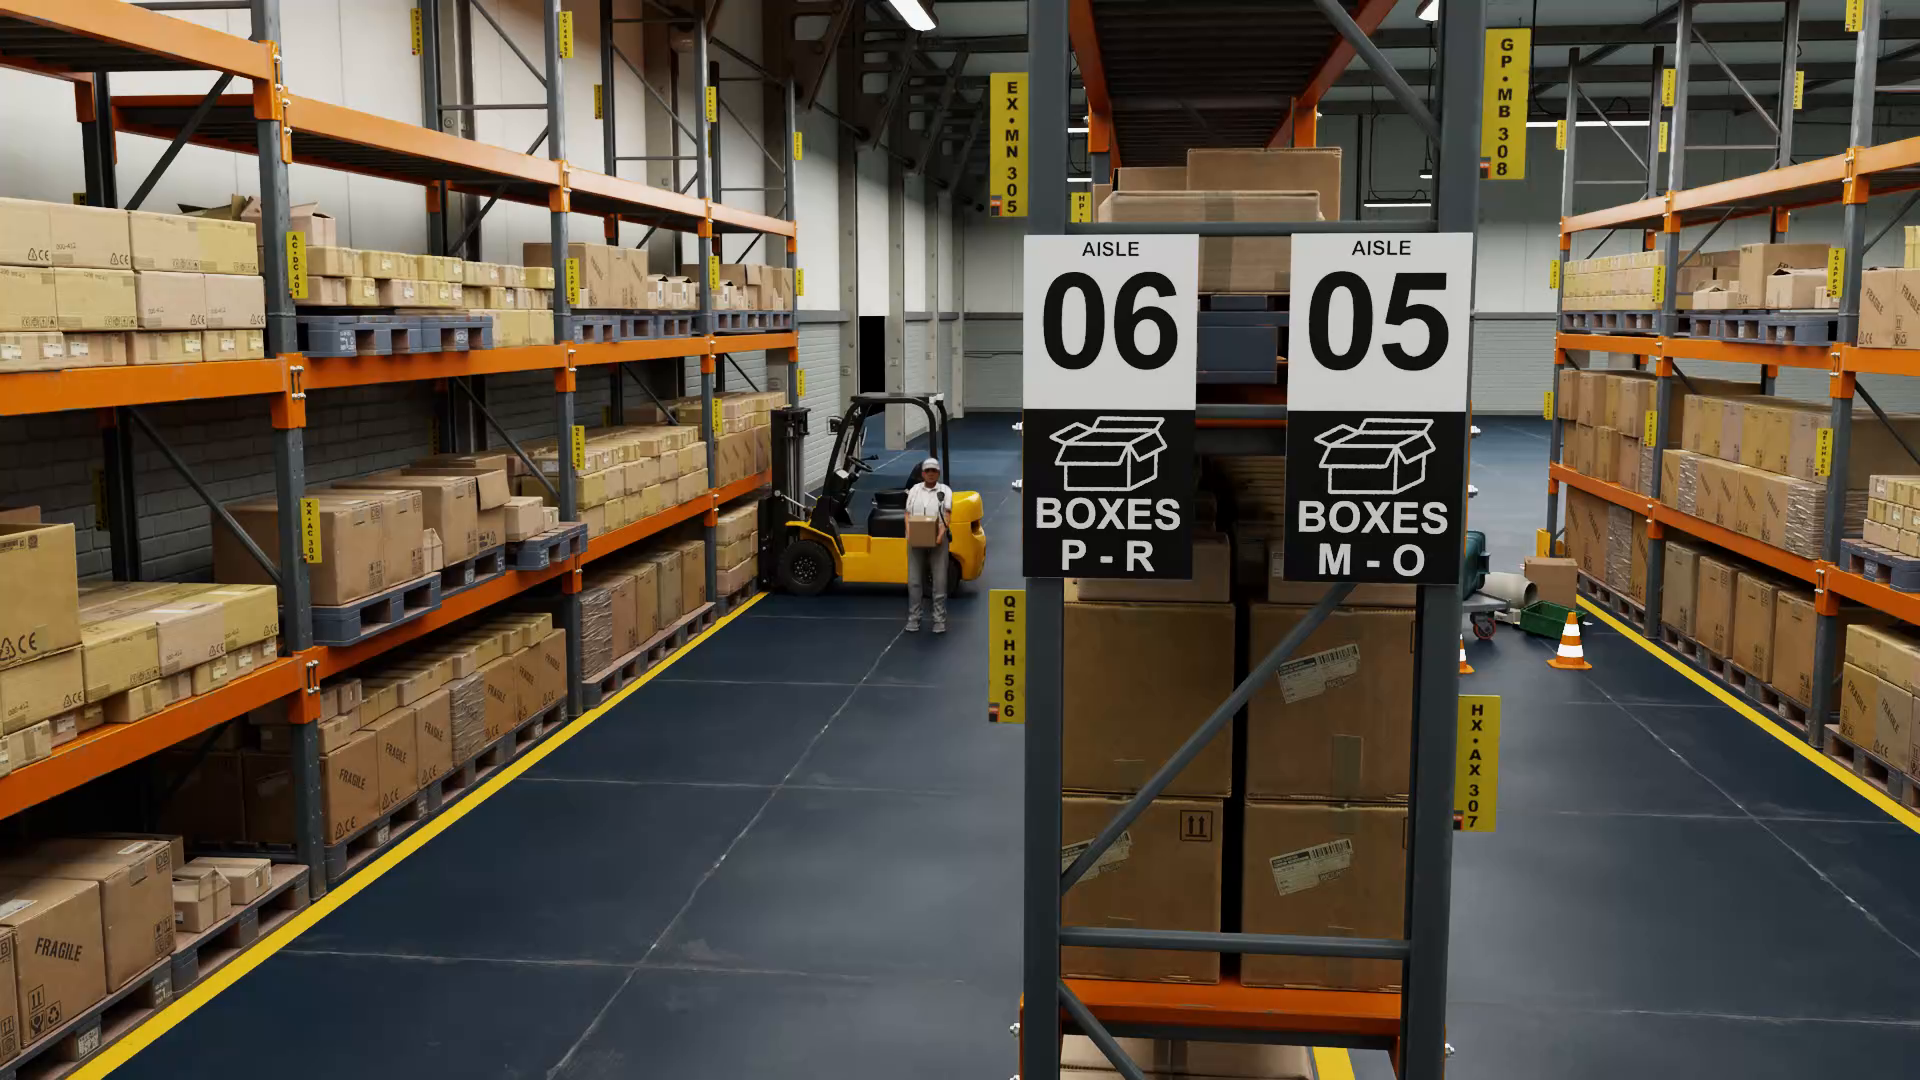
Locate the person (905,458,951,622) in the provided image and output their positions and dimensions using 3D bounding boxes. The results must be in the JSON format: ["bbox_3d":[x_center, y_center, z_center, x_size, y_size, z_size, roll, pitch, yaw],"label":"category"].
[{"bbox_3d":[-0.312,0.020,15.932,0.444,1.586,0.518,1,8,7],"label":"person"}]
